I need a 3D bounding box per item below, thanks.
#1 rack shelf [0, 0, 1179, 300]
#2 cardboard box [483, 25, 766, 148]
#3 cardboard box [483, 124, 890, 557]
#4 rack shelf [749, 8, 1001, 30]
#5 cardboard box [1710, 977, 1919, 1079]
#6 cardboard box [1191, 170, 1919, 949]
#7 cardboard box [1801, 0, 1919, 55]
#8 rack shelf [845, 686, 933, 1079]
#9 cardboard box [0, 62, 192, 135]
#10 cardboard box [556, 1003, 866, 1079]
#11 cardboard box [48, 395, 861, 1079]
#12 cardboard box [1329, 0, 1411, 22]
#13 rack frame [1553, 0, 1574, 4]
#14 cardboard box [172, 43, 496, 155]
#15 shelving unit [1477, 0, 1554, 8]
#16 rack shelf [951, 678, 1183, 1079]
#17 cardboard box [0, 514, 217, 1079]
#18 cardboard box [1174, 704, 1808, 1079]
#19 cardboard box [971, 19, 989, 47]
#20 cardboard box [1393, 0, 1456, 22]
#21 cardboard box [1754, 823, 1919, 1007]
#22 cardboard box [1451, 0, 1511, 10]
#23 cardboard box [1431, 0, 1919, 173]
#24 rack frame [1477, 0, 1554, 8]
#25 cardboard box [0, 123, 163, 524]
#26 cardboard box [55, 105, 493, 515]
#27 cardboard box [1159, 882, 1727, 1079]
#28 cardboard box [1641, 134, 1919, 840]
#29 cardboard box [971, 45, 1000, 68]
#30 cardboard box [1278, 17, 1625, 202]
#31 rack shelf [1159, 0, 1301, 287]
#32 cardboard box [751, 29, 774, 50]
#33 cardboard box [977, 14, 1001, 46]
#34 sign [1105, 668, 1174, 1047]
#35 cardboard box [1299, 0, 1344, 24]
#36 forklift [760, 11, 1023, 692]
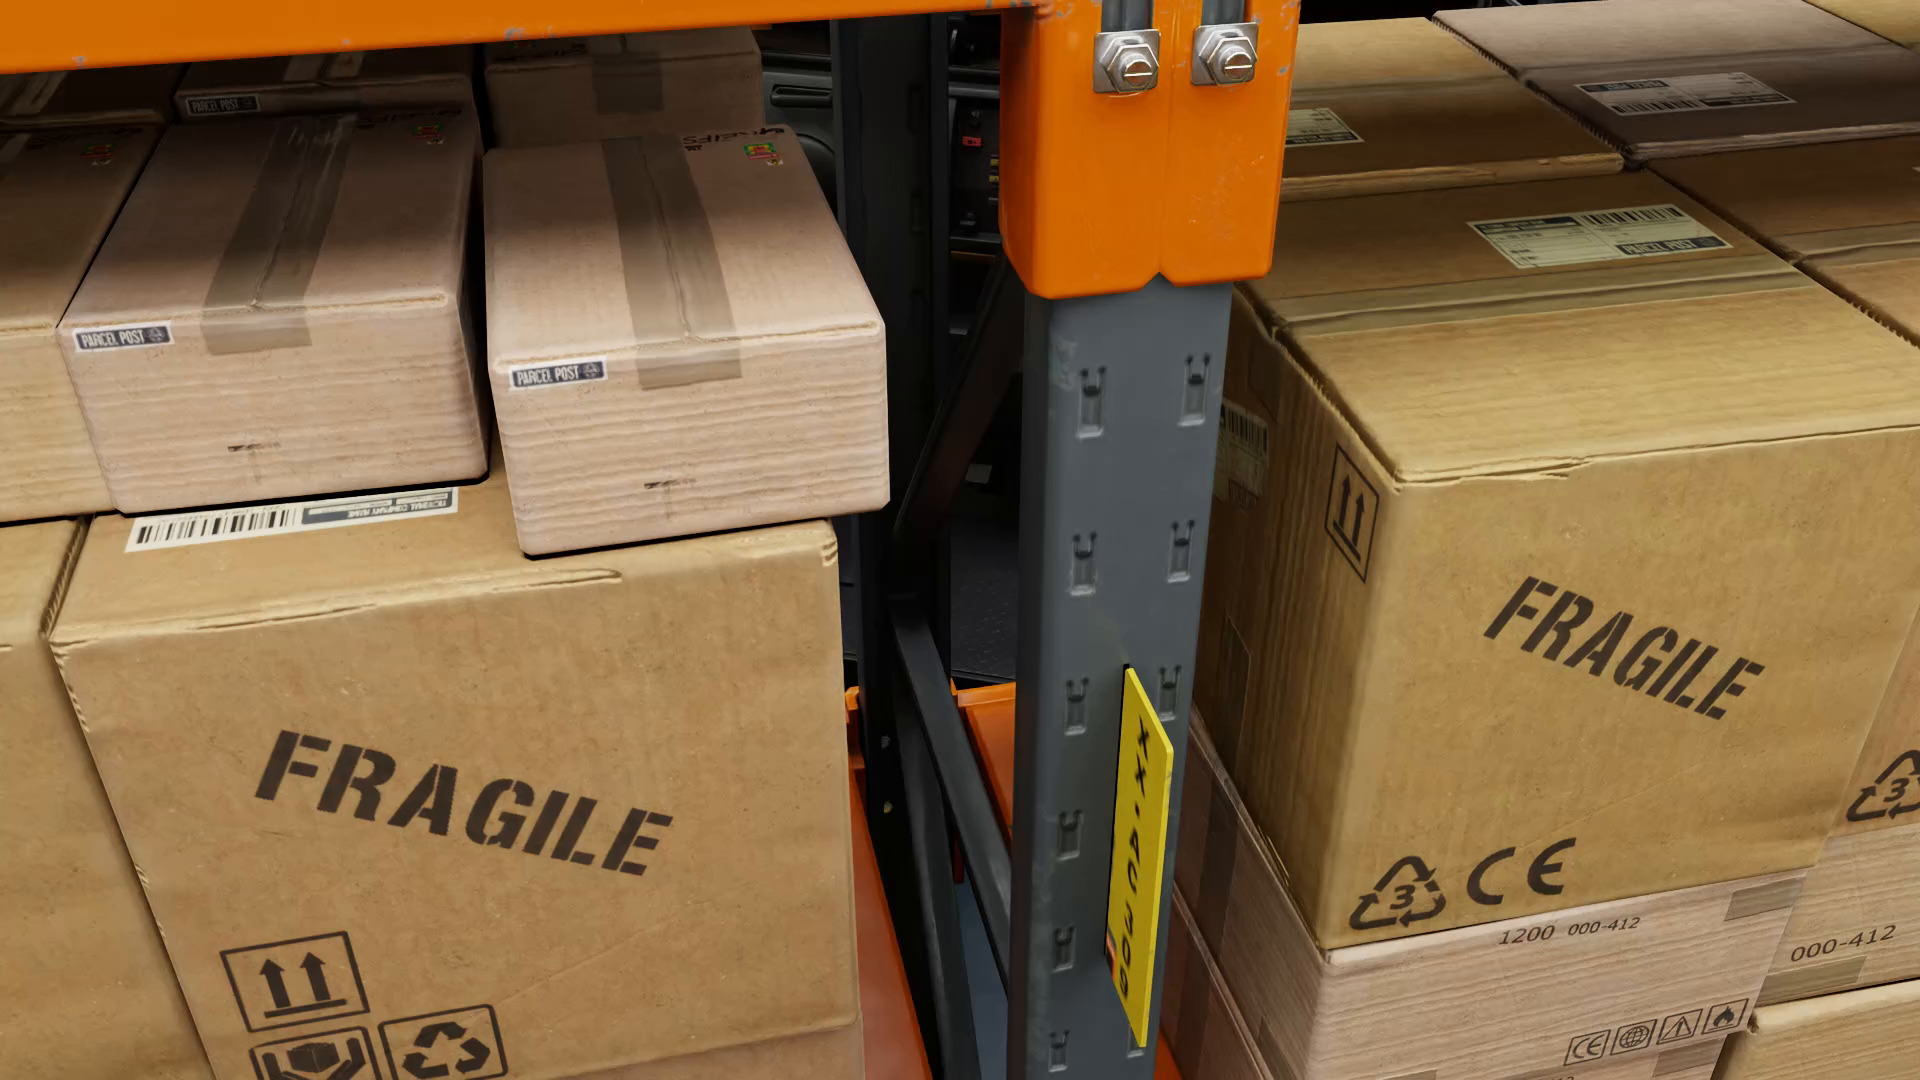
[{"bbox_3d":[-1.934,-0.351,1.035,4.000,0.370,1.077,-7,35,-11],"label":"rack shelf"},{"bbox_3d":[-0.349,-0.479,1.702,0.250,0.149,0.380,-8,35,-11],"label":"cardboard box"},{"bbox_3d":[-0.214,-0.165,1.235,0.250,0.149,0.380,-8,35,-12],"label":"cardboard box"},{"bbox_3d":[0.868,-2.295,6.623,4.000,0.370,1.077,-7,35,-11],"label":"rack shelf"},{"bbox_3d":[1.008,0.437,2.041,0.500,0.250,0.500,-8,35,-12],"label":"cardboard box"},{"bbox_3d":[0.509,-0.005,1.578,0.500,0.500,0.500,-7,34,-10],"label":"cardboard box"},{"bbox_3d":[1.399,-0.418,2.193,0.500,0.500,0.500,-6,34,-9],"label":"cardboard box"},{"bbox_3d":[-1.934,0.894,1.871,4.000,0.370,1.077,-7,35,-11],"label":"rack shelf"},{"bbox_3d":[-0.835,-0.384,1.561,0.250,0.149,0.380,-8,35,-11],"label":"cardboard box"},{"bbox_3d":[-0.380,0.504,1.717,0.500,0.500,0.500,-7,34,-10],"label":"cardboard box"},{"bbox_3d":[-0.383,0.101,1.420,0.500,0.500,0.500,-7,35,-11],"label":"cardboard box"},{"bbox_3d":[1.752,-2.258,7.207,0.250,0.149,0.380,-7,34,-10],"label":"cardboard box"},{"bbox_3d":[2.819,-2.839,6.789,0.127,3.000,1.000,-7,35,-11],"label":"rack frame"},{"bbox_3d":[-0.595,-0.438,1.642,0.250,0.149,0.380,-7,34,-10],"label":"cardboard box"},{"bbox_3d":[1.247,-1.143,5.608,1.083,1.500,0.587,-3,34,-5],"label":"shelving unit"},{"bbox_3d":[1.967,0.403,2.604,4.000,0.370,1.077,-7,35,-11],"label":"rack shelf"},{"bbox_3d":[-0.880,0.159,1.334,0.500,0.500,0.500,-8,35,-11],"label":"cardboard box"},{"bbox_3d":[0.508,0.304,1.792,0.500,0.250,0.500,-8,35,-12],"label":"cardboard box"},{"bbox_3d":[-0.052,-2.071,6.928,0.250,0.149,0.380,-9,35,-13],"label":"cardboard box"},{"bbox_3d":[1.977,-2.332,7.318,0.250,0.149,0.380,-6,34,-9],"label":"cardboard box"},{"bbox_3d":[1.010,0.224,1.910,0.500,0.250,0.500,-7,34,-10],"label":"cardboard box"},{"bbox_3d":[2.242,-2.350,7.345,0.250,0.149,0.380,-5,34,-8],"label":"cardboard box"},{"bbox_3d":[0.900,-0.366,2.116,0.500,0.500,0.500,-7,34,-10],"label":"cardboard box"},{"bbox_3d":[1.762,-1.171,5.650,0.032,1.500,0.500,-3,34,-5],"label":"rack frame"},{"bbox_3d":[-0.740,-0.167,1.237,0.250,0.149,0.380,-7,35,-10],"label":"cardboard box"},{"bbox_3d":[-0.495,-0.192,1.275,0.250,0.149,0.380,-6,34,-9],"label":"cardboard box"},{"bbox_3d":[0.504,0.501,1.945,0.500,0.250,0.500,-8,35,-12],"label":"cardboard box"},{"bbox_3d":[0.999,-0.082,1.694,0.500,0.500,0.500,-7,35,-11],"label":"cardboard box"},{"bbox_3d":[0.091,-1.808,6.536,0.250,0.149,0.380,-8,35,-11],"label":"cardboard box"},{"bbox_3d":[0.397,-0.298,2.016,0.500,0.500,0.500,-6,34,-9],"label":"cardboard box"},{"bbox_3d":[1.967,-0.843,1.768,4.000,0.370,1.077,-7,35,-11],"label":"rack shelf"},{"bbox_3d":[-0.687,-1.809,6.271,0.250,0.149,0.380,-8,35,-11],"label":"cardboard box"},{"bbox_3d":[0.228,-2.075,6.935,0.250,0.149,0.380,-6,34,-9],"label":"cardboard box"},{"bbox_3d":[0.140,0.259,1.324,0.005,0.325,0.100,-7,35,-11],"label":"sign"},{"bbox_3d":[1.466,-2.275,7.233,0.250,0.149,0.380,-9,35,-13],"label":"cardboard box"},{"bbox_3d":[-0.153,-0.878,3.928,1.130,2.935,3.031,8,35,12],"label":"forklift"}]
